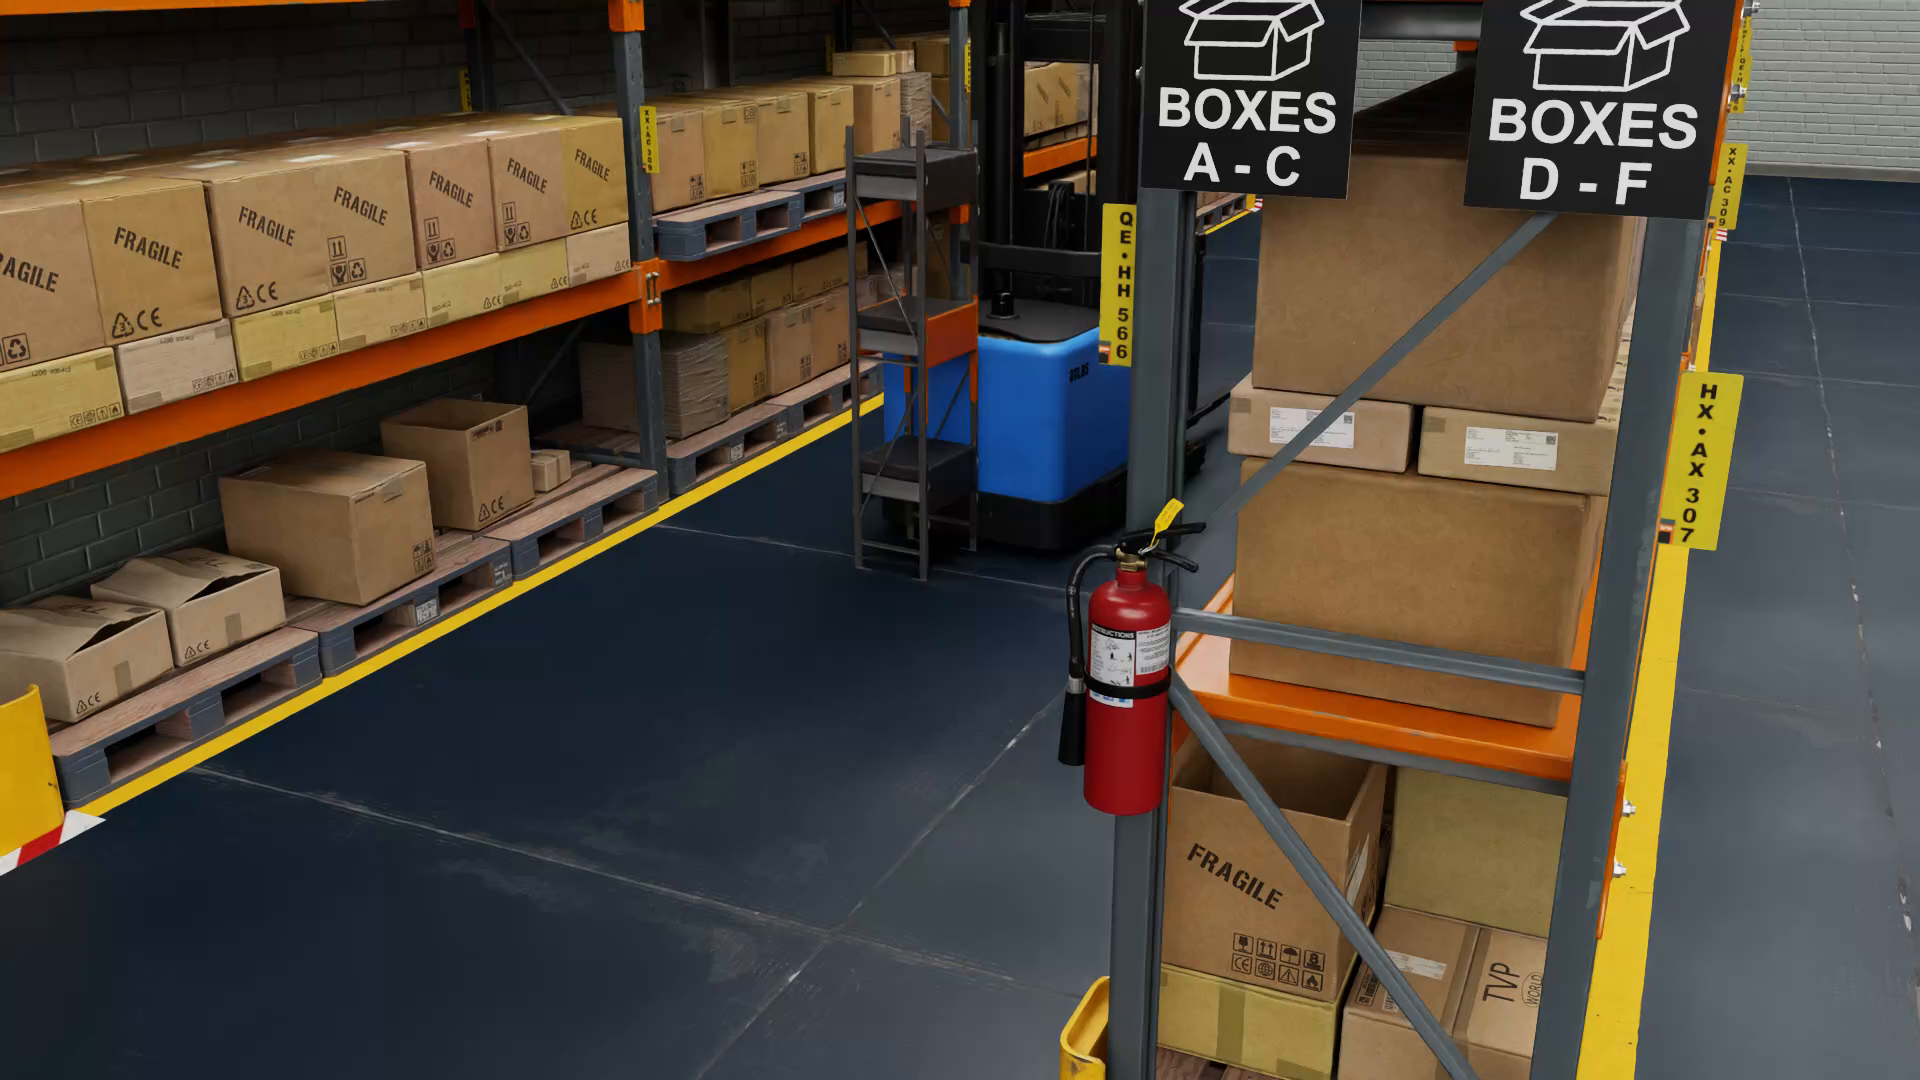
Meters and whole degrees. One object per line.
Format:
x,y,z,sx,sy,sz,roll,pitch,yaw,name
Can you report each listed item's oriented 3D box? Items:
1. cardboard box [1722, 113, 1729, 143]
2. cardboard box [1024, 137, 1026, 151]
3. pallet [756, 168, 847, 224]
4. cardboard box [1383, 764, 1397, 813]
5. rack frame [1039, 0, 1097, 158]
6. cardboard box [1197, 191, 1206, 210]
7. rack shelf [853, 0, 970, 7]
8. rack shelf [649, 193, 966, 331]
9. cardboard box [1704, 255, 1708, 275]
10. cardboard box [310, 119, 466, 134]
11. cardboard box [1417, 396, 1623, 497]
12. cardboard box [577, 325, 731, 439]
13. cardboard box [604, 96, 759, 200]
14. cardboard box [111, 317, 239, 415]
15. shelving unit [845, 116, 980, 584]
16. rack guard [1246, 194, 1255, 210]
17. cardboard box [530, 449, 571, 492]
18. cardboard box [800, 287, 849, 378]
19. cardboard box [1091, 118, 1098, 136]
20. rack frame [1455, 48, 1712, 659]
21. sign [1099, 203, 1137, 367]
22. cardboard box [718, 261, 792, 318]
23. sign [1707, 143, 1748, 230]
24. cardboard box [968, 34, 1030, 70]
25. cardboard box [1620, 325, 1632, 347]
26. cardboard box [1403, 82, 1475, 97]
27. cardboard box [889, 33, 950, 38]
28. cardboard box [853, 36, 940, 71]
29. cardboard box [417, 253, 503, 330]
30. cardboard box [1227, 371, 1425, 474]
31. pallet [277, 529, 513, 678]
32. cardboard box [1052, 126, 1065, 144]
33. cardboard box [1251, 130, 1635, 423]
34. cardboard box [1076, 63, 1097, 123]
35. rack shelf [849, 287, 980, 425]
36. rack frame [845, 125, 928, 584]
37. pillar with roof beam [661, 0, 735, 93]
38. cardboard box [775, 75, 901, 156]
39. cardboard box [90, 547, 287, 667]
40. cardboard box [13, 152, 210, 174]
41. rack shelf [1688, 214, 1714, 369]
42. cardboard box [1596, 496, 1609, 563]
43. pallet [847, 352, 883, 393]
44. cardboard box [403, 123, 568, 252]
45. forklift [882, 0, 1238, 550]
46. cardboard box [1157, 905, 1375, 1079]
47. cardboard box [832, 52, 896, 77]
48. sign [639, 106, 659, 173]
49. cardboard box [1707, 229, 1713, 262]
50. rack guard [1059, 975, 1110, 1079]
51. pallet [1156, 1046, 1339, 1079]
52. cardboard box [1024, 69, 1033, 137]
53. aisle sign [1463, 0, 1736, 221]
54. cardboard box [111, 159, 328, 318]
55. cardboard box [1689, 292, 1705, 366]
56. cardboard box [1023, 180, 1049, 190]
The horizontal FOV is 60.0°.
6.192,-3.608,13.987,0.500,0.500,0.500,9,22,24,cardboard box
0.308,-3.178,13.272,0.380,0.149,0.250,9,21,24,cardboard box
-1.198,-2.197,10.455,1.003,0.211,1.213,9,21,23,pallet
1.165,0.458,5.062,0.500,0.500,0.500,9,21,23,cardboard box
1.214,-4.121,15.579,1.000,3.000,0.127,9,21,23,rack frame
2.246,-3.829,17.863,0.700,0.500,0.500,8,21,21,cardboard box
0.395,-4.584,13.478,1.077,0.370,4.000,9,21,23,rack shelf
-1.243,-1.948,10.542,1.077,0.370,4.000,9,21,23,rack shelf
5.172,-1.822,12.191,0.500,0.500,0.500,8,21,21,cardboard box
-2.661,-1.695,7.832,0.500,0.500,0.500,8,21,22,cardboard box
1.178,-0.217,3.485,0.380,0.149,0.250,8,21,22,cardboard box
-1.776,-0.932,9.687,0.700,0.500,0.500,9,22,25,cardboard box
-1.588,-2.250,9.514,0.700,0.500,0.500,11,22,28,cardboard box
-3.011,-0.657,6.035,0.500,0.250,0.500,8,21,21,cardboard box
-0.211,-0.888,7.832,0.431,2.100,0.503,11,22,28,shelving unit
2.861,-4.173,19.457,1.175,0.500,0.348,9,21,23,rack guard
-2.254,-0.380,8.632,0.380,0.166,0.250,6,20,16,cardboard box
-1.166,-1.403,11.011,0.700,0.500,0.500,8,21,22,cardboard box
1.050,-3.627,14.537,0.380,0.149,0.250,9,21,23,cardboard box
2.458,-0.997,6.794,1.000,3.000,0.127,9,21,23,rack frame
0.331,-0.510,3.344,0.100,0.325,0.005,9,21,23,sign
-1.389,-1.580,10.389,0.500,0.250,0.500,8,21,21,cardboard box
2.965,-1.366,6.423,0.100,0.325,0.005,9,21,23,sign
0.216,-3.716,12.698,0.500,0.250,0.500,8,21,22,cardboard box
1.492,-0.451,4.143,0.380,0.149,0.250,8,21,22,cardboard box
1.666,-1.058,4.882,0.700,0.500,0.500,9,21,23,cardboard box
-0.260,-3.780,12.879,0.500,0.250,0.500,8,21,21,cardboard box
-0.475,-3.622,12.435,0.500,0.250,0.500,9,22,24,cardboard box
-2.383,-1.120,7.337,0.500,0.250,0.500,8,21,22,cardboard box
0.803,-0.269,3.633,0.380,0.149,0.250,8,21,22,cardboard box
-2.803,0.223,7.526,1.003,0.211,1.213,9,21,23,pallet
0.654,-3.408,13.919,0.380,0.149,0.250,9,22,24,cardboard box
1.045,-0.589,3.564,0.700,0.500,0.500,9,21,23,cardboard box
0.841,-3.832,14.144,0.500,0.500,0.500,9,21,23,cardboard box
-0.211,-0.875,7.837,0.431,0.518,0.480,11,22,28,rack shelf
-0.331,-0.817,7.632,0.400,2.100,0.015,11,22,28,rack frame
2.182,-4.855,8.691,9.100,9.000,0.400,9,21,23,pillar with roof beam
-0.812,-2.833,11.151,0.700,0.500,0.500,6,21,18,cardboard box
-3.102,0.234,6.691,0.500,0.311,0.500,11,22,27,cardboard box
-3.278,-1.229,6.522,0.500,0.500,0.500,8,21,21,cardboard box
3.277,-1.269,8.634,1.077,0.370,4.000,9,21,23,rack shelf
1.443,-0.274,4.613,0.700,0.500,0.500,9,21,23,cardboard box
-0.746,-1.345,11.937,1.003,0.211,1.213,9,21,23,pallet
-2.173,-1.627,7.642,0.500,0.500,0.500,8,21,22,cardboard box
0.760,-1.781,9.102,1.130,2.935,3.031,11,22,28,forklift
0.770,1.119,4.321,0.500,0.250,0.500,9,21,23,cardboard box
-0.657,-3.248,11.351,0.380,0.149,0.250,5,20,14,cardboard box
-1.564,-2.011,8.355,0.100,0.325,0.005,9,21,23,sign
5.794,-2.281,13.481,0.500,0.500,0.500,8,21,22,cardboard box
0.811,1.411,3.754,1.175,0.500,0.348,9,21,23,rack guard
1.095,1.300,4.497,1.003,0.211,1.213,9,21,23,pallet
0.231,-3.367,12.836,0.500,0.500,0.500,9,22,24,cardboard box
1.073,-0.936,2.746,0.394,0.787,0.004,9,21,23,aisle sign
-2.802,-1.156,6.317,0.500,0.500,0.500,8,21,21,cardboard box
4.543,-1.349,10.859,0.500,0.500,0.500,10,22,25,cardboard box
0.361,-2.557,13.762,0.750,0.750,0.750,8,21,22,cardboard box
